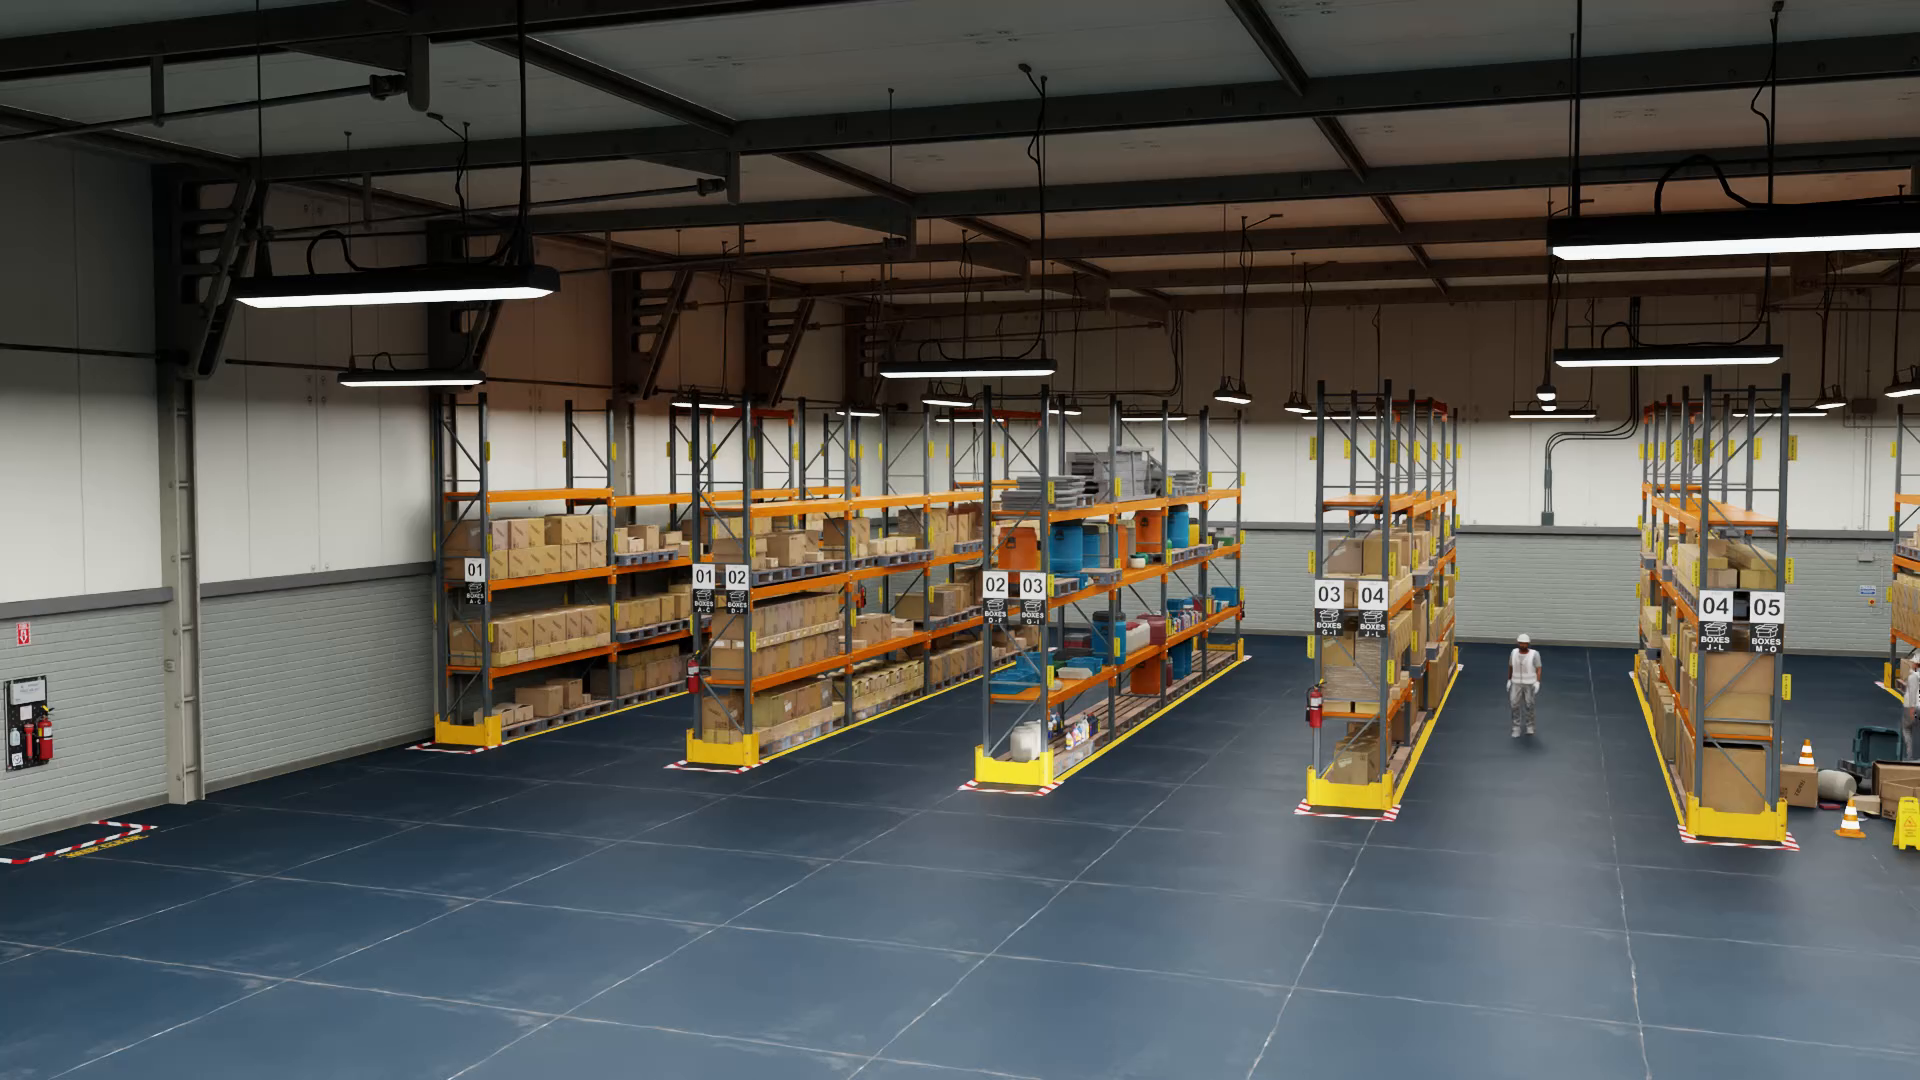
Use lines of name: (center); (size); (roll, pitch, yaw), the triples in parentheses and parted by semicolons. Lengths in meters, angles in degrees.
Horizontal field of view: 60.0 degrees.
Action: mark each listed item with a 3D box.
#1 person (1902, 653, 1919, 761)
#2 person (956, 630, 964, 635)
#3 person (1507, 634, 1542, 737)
person: (15.392, 2.720, 26.638); (0.516, 1.801, 0.701); (0, 3, 7)
person: (-0.062, 1.948, 42.055); (0.492, 1.588, 0.982); (1, 3, 25)
person: (9.930, 2.564, 29.316); (0.628, 1.822, 0.585); (2, 4, 37)
